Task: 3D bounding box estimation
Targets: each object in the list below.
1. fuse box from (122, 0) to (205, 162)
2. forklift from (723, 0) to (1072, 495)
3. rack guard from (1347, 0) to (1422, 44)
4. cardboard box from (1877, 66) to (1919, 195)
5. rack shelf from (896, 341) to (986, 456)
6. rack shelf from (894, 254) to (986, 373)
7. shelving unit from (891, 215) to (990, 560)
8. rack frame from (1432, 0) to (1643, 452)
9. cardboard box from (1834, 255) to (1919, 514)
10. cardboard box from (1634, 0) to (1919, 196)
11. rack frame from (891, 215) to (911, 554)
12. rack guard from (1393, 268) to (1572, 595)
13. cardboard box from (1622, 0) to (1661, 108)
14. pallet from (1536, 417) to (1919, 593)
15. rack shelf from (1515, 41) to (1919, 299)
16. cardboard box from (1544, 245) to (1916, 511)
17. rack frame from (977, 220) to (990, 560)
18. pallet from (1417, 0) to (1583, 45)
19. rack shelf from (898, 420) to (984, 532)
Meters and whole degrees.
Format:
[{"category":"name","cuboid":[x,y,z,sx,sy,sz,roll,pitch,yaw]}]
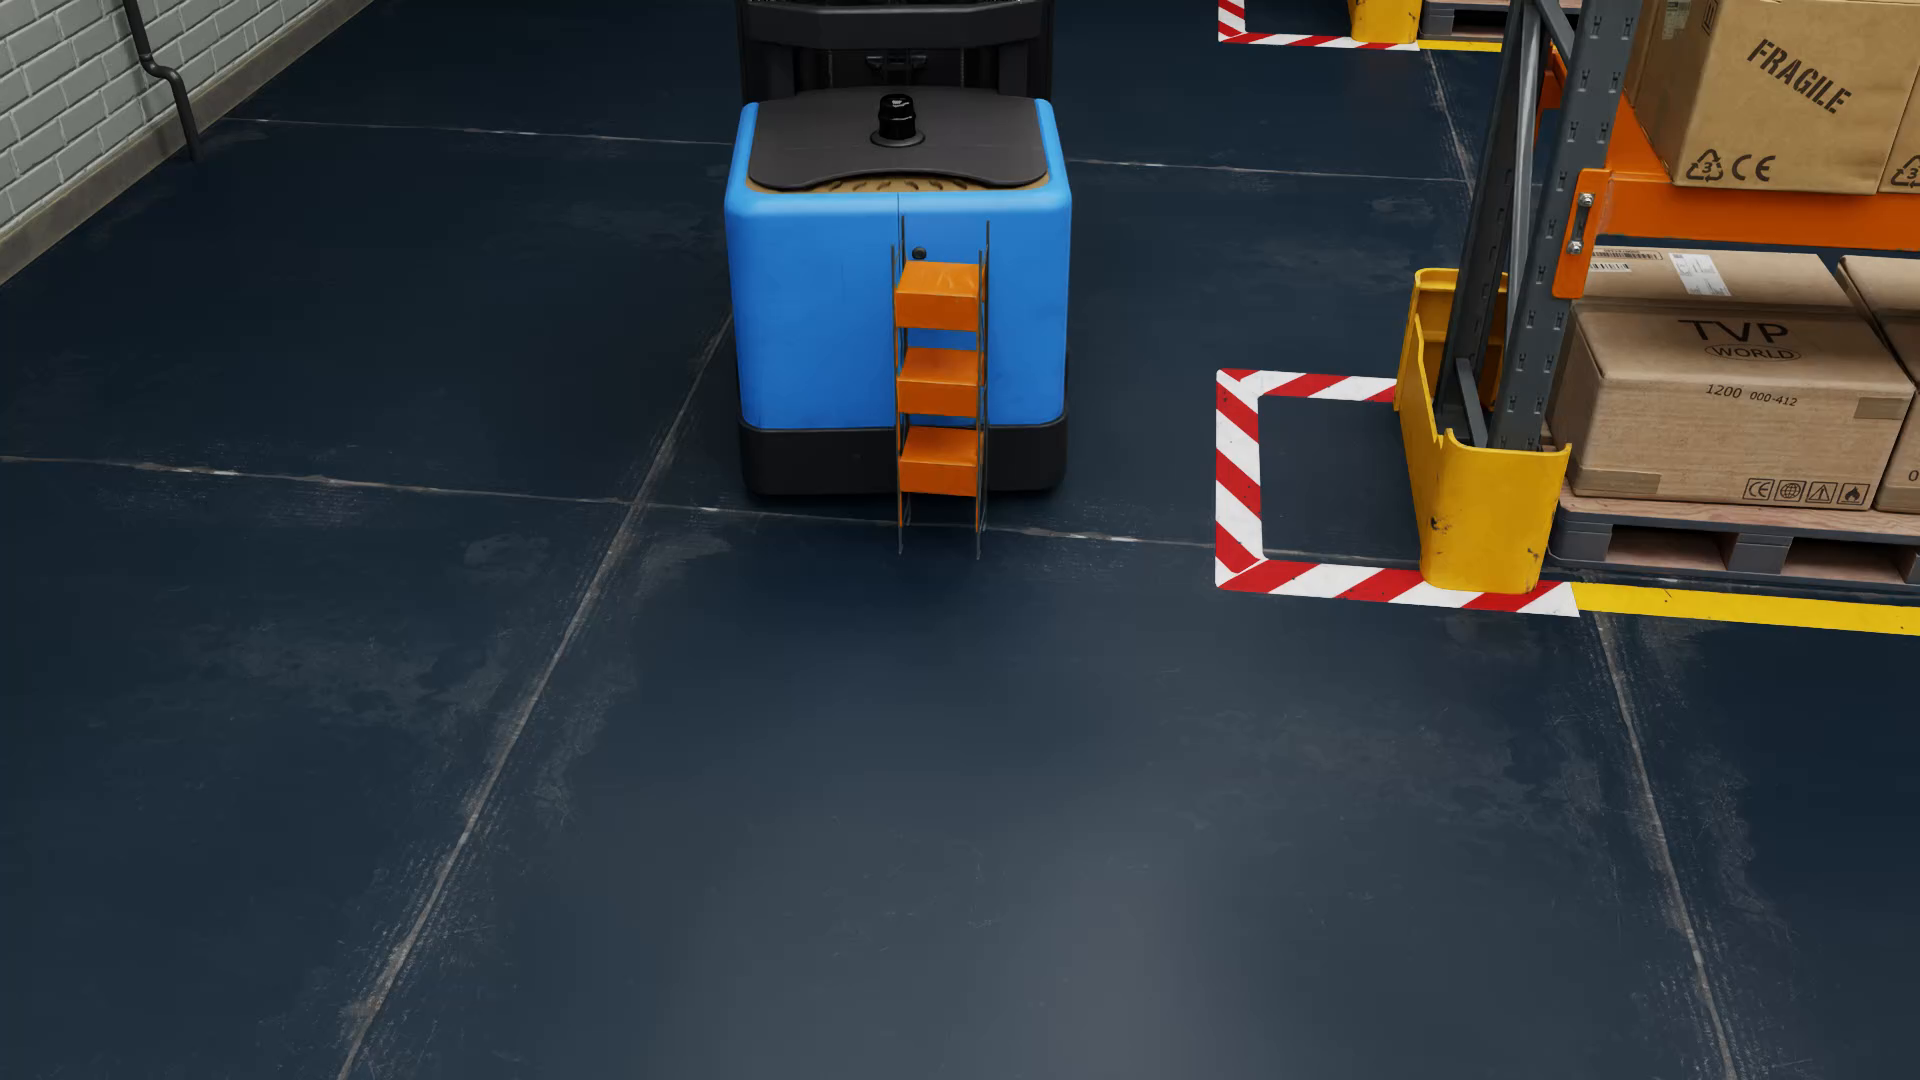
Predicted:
[{"category":"fuse box","cuboid":[-3.508,-2.478,7.248,0.414,1.711,0.539,4,36,6]},{"category":"forklift","cuboid":[-0.230,-2.165,5.760,1.130,2.935,3.031,-1,36,-2]},{"category":"rack guard","cuboid":[2.379,-3.236,9.354,0.348,0.500,1.175,4,36,6]},{"category":"cardboard box","cuboid":[2.620,-1.217,4.287,0.500,0.500,0.500,4,36,5]},{"category":"rack shelf","cuboid":[-0.053,-0.423,4.957,0.240,0.259,0.215,4,36,6]},{"category":"rack shelf","cuboid":[-0.053,-0.654,4.792,0.240,0.259,0.215,4,36,6]},{"category":"shelving unit","cuboid":[-0.053,-0.431,4.951,0.252,1.050,0.215,4,36,6]},{"category":"rack frame","cuboid":[1.675,-1.399,4.628,0.127,3.000,1.000,4,36,6]},{"category":"cardboard box","cuboid":[3.251,-0.473,5.174,0.875,0.438,0.875,5,36,7]},{"category":"cardboard box","cuboid":[2.115,-1.238,4.317,0.500,0.500,0.500,4,36,6]},{"category":"rack frame","cuboid":[-0.174,-0.440,4.963,0.008,1.050,0.200,4,36,6]},{"category":"rack guard","cuboid":[1.651,-0.383,5.356,0.348,0.500,1.175,4,36,6]},{"category":"cardboard box","cuboid":[2.187,-1.556,4.762,0.500,0.500,0.500,4,36,6]},{"category":"pallet","cuboid":[2.478,-0.250,5.418,1.213,0.211,1.003,4,36,6]},{"category":"rack shelf","cuboid":[3.659,-0.958,4.629,4.000,0.370,1.077,4,36,6]},{"category":"cardboard box","cuboid":[2.343,-0.535,5.262,0.875,0.438,0.875,3,36,4]},{"category":"rack frame","cuboid":[0.068,-0.422,4.938,0.008,1.050,0.200,4,36,6]},{"category":"pallet","cuboid":[3.170,-3.060,9.356,1.213,0.211,1.003,4,36,6]},{"category":"rack shelf","cuboid":[-0.053,-0.196,5.118,0.240,0.259,0.215,4,36,6]}]
